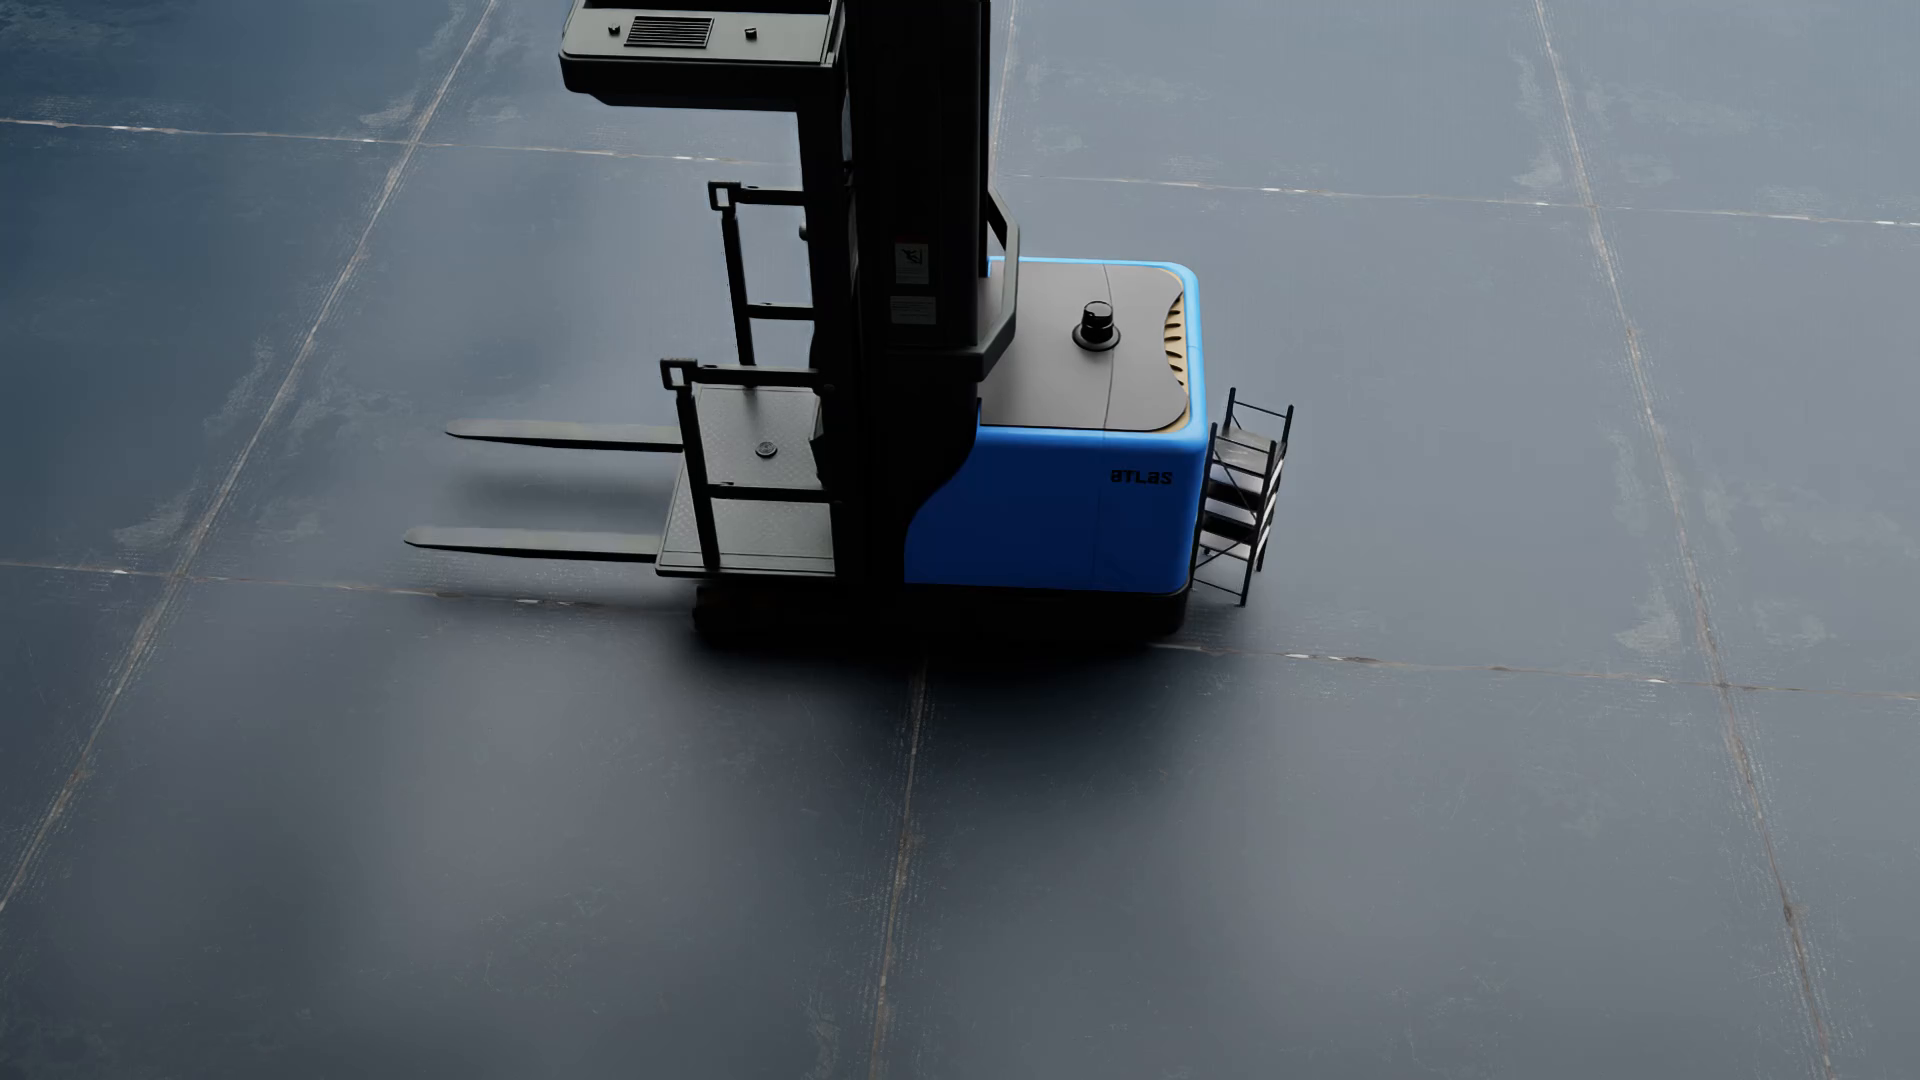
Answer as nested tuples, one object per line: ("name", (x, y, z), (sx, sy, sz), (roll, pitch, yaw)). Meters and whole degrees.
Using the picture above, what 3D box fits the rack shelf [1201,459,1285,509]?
("rack shelf", (1.049, -0.245, 6.166), (0.258, 0.077, 0.200), (19, 50, 17))

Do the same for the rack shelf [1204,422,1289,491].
("rack shelf", (1.049, -0.306, 6.099), (0.258, 0.077, 0.200), (19, 50, 17))

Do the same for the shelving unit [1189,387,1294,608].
("shelving unit", (1.049, -0.146, 6.274), (0.258, 0.900, 0.210), (19, 50, 17))

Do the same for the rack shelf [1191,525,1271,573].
("rack shelf", (1.049, -0.002, 6.431), (0.258, 0.077, 0.200), (19, 50, 17))

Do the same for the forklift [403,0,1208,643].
("forklift", (-0.629, -1.016, 5.693), (3.031, 2.935, 1.130), (2, 48, 2))

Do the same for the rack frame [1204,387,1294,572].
("rack frame", (1.092, -0.214, 6.336), (0.240, 0.900, 0.006), (19, 50, 17))

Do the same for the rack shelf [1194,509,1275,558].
("rack shelf", (1.049, -0.063, 6.365), (0.258, 0.077, 0.200), (19, 50, 17))

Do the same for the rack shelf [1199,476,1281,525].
("rack shelf", (1.049, -0.184, 6.232), (0.258, 0.077, 0.200), (19, 50, 17))

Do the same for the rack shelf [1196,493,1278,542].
("rack shelf", (1.049, -0.124, 6.298), (0.258, 0.077, 0.200), (19, 50, 17))

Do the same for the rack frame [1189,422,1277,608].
("rack frame", (1.006, -0.078, 6.212), (0.240, 0.900, 0.006), (19, 50, 17))
